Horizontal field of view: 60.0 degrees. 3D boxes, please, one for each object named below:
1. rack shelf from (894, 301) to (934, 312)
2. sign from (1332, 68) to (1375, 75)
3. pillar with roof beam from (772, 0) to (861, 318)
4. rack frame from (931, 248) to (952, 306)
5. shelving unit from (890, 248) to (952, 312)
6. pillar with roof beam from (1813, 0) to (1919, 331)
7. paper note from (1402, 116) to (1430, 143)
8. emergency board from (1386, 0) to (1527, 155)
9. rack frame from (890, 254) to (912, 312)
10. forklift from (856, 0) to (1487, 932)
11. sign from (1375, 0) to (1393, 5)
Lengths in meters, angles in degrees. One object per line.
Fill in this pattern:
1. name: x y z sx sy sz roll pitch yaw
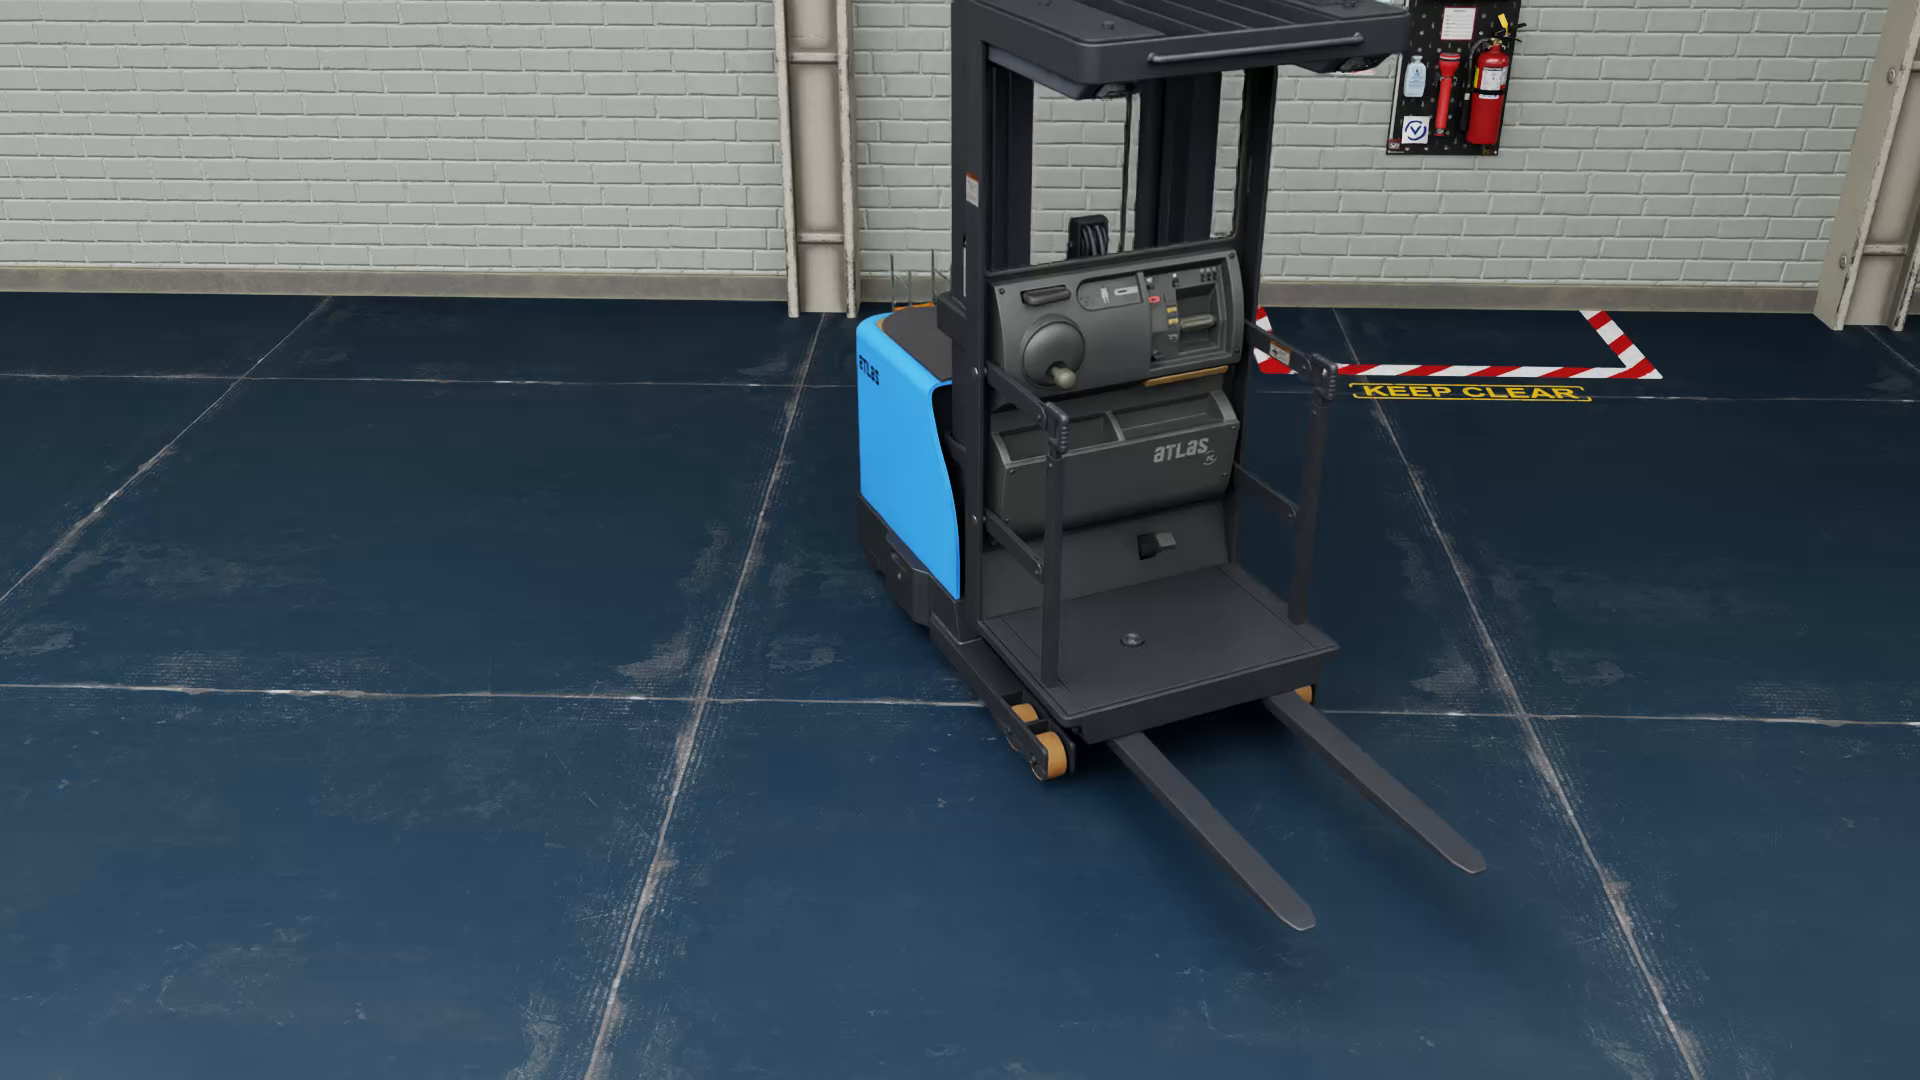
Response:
1. rack shelf: -0.158 -0.909 7.007 0.180 0.103 0.258 -11 29 -19
2. sign: 2.183 -2.728 9.155 0.234 0.329 0.001 1 28 2
3. pillar with roof beam: -0.948 -3.331 3.925 0.400 9.000 9.100 1 28 2
4. rack frame: -0.071 -0.646 7.183 0.006 1.200 0.240 -11 29 -19
5. shelving unit: -0.156 -0.630 7.154 0.189 1.200 0.258 -11 29 -19
6. pillar with roof beam: 5.048 -3.232 3.738 0.400 9.000 9.100 1 28 2
7. paper note: 2.557 -2.301 9.328 0.142 0.148 0.016 1 28 2
8. emergency board: 2.732 -2.655 9.055 0.643 1.169 0.194 1 28 2
9. rack frame: -0.241 -0.613 7.124 0.006 1.200 0.240 -11 29 -19
10. forklift: 0.638 -0.704 5.448 1.130 2.935 3.031 -12 30 -21
11. sign: 2.187 -2.958 9.023 0.331 0.109 0.001 1 28 2
